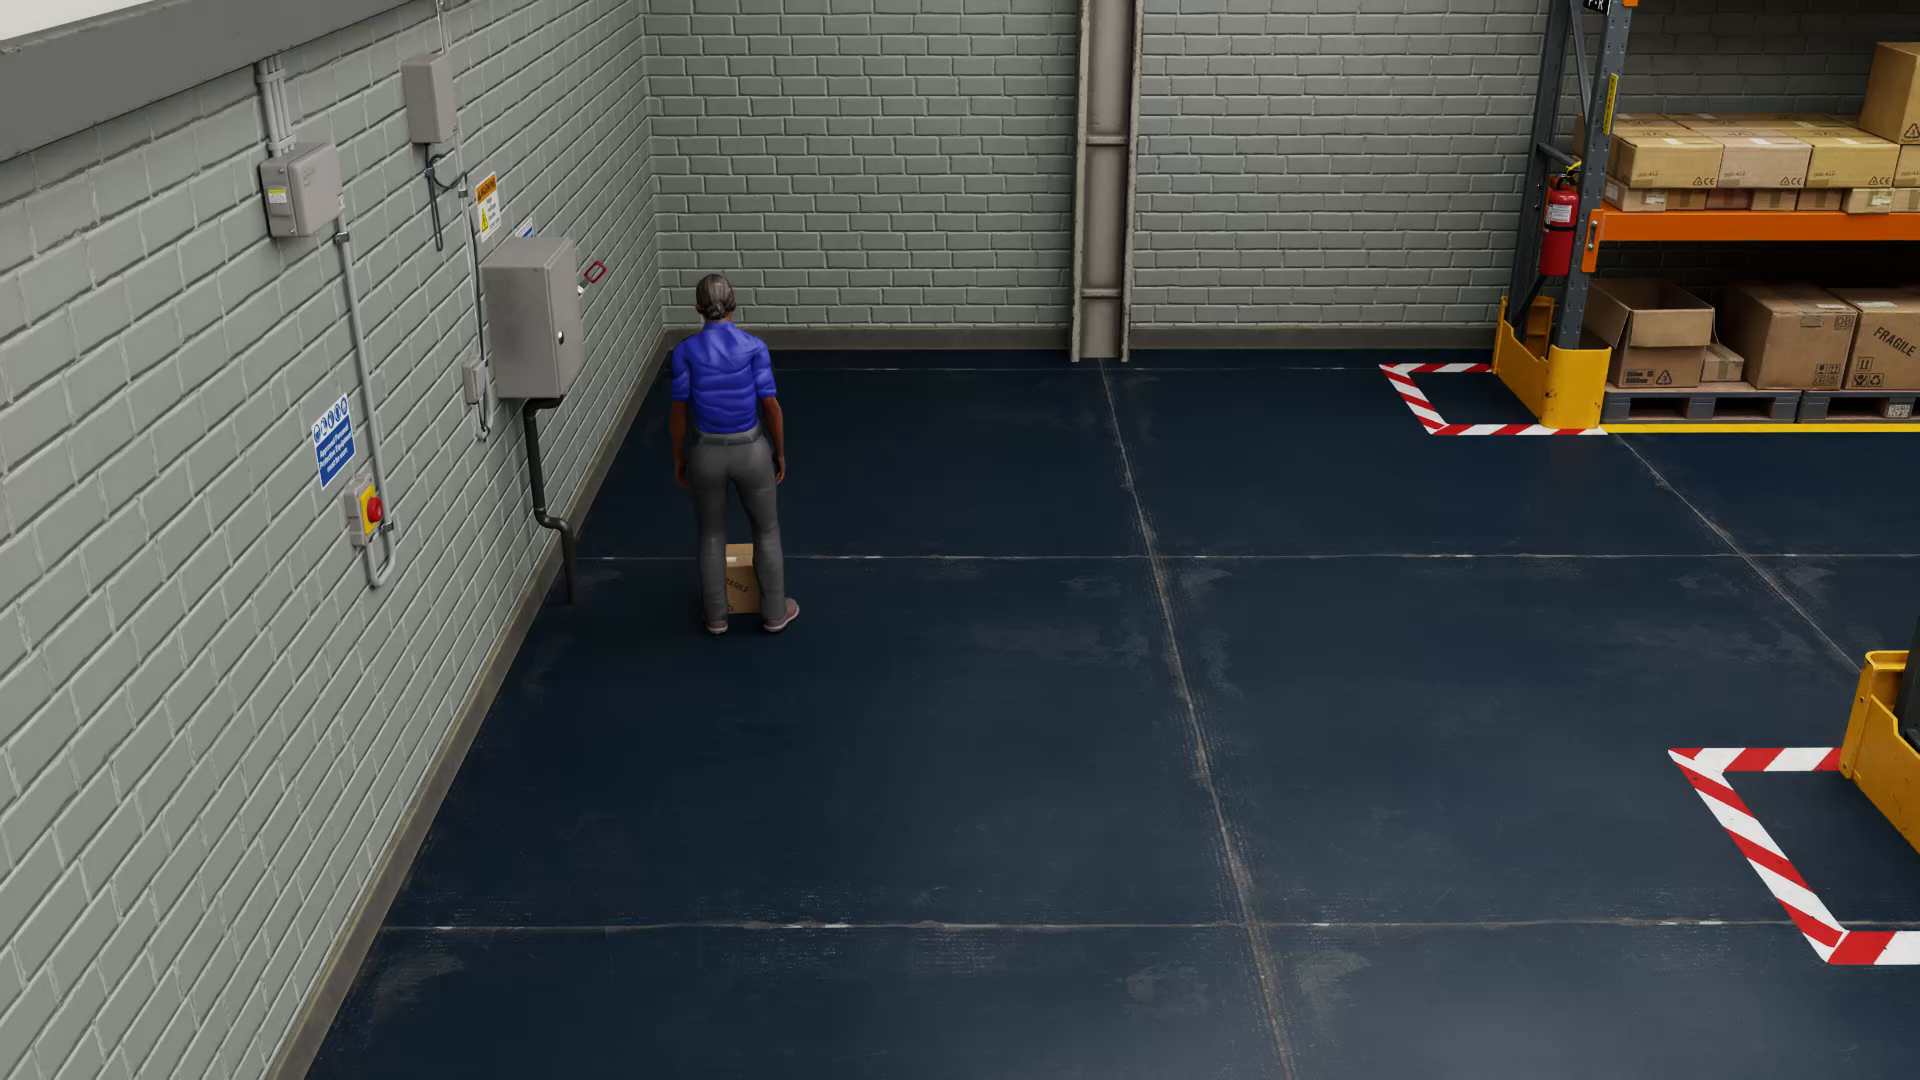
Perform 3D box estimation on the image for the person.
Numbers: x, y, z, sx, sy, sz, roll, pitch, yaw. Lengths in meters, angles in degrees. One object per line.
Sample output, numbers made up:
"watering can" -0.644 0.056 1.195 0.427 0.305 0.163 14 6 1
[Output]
"person" -1.016 -0.364 7.416 0.527 1.654 0.351 -2 24 -4
